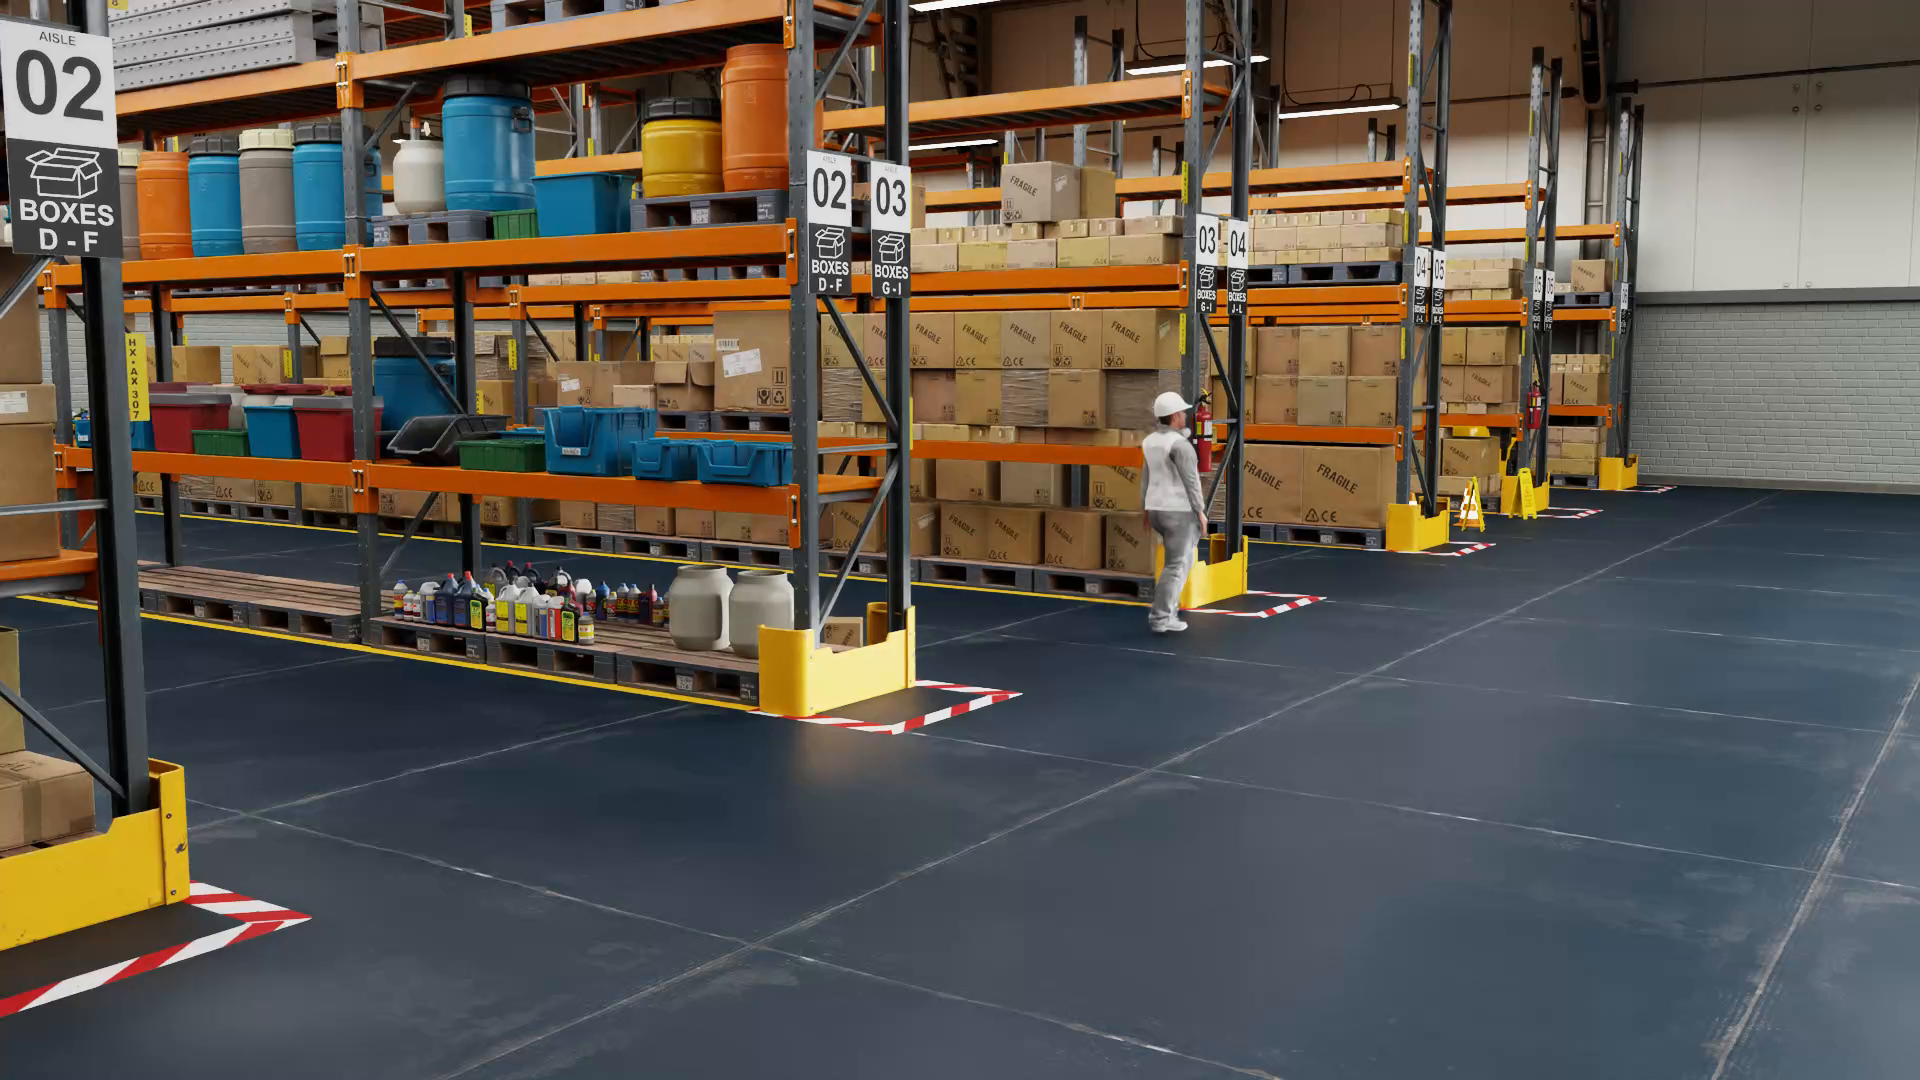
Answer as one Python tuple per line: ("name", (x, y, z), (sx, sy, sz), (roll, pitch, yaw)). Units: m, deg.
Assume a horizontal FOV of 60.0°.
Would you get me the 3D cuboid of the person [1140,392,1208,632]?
("person", (1.608, -0.181, 12.291), (0.507, 1.820, 0.568), (-3, 7, -26))
